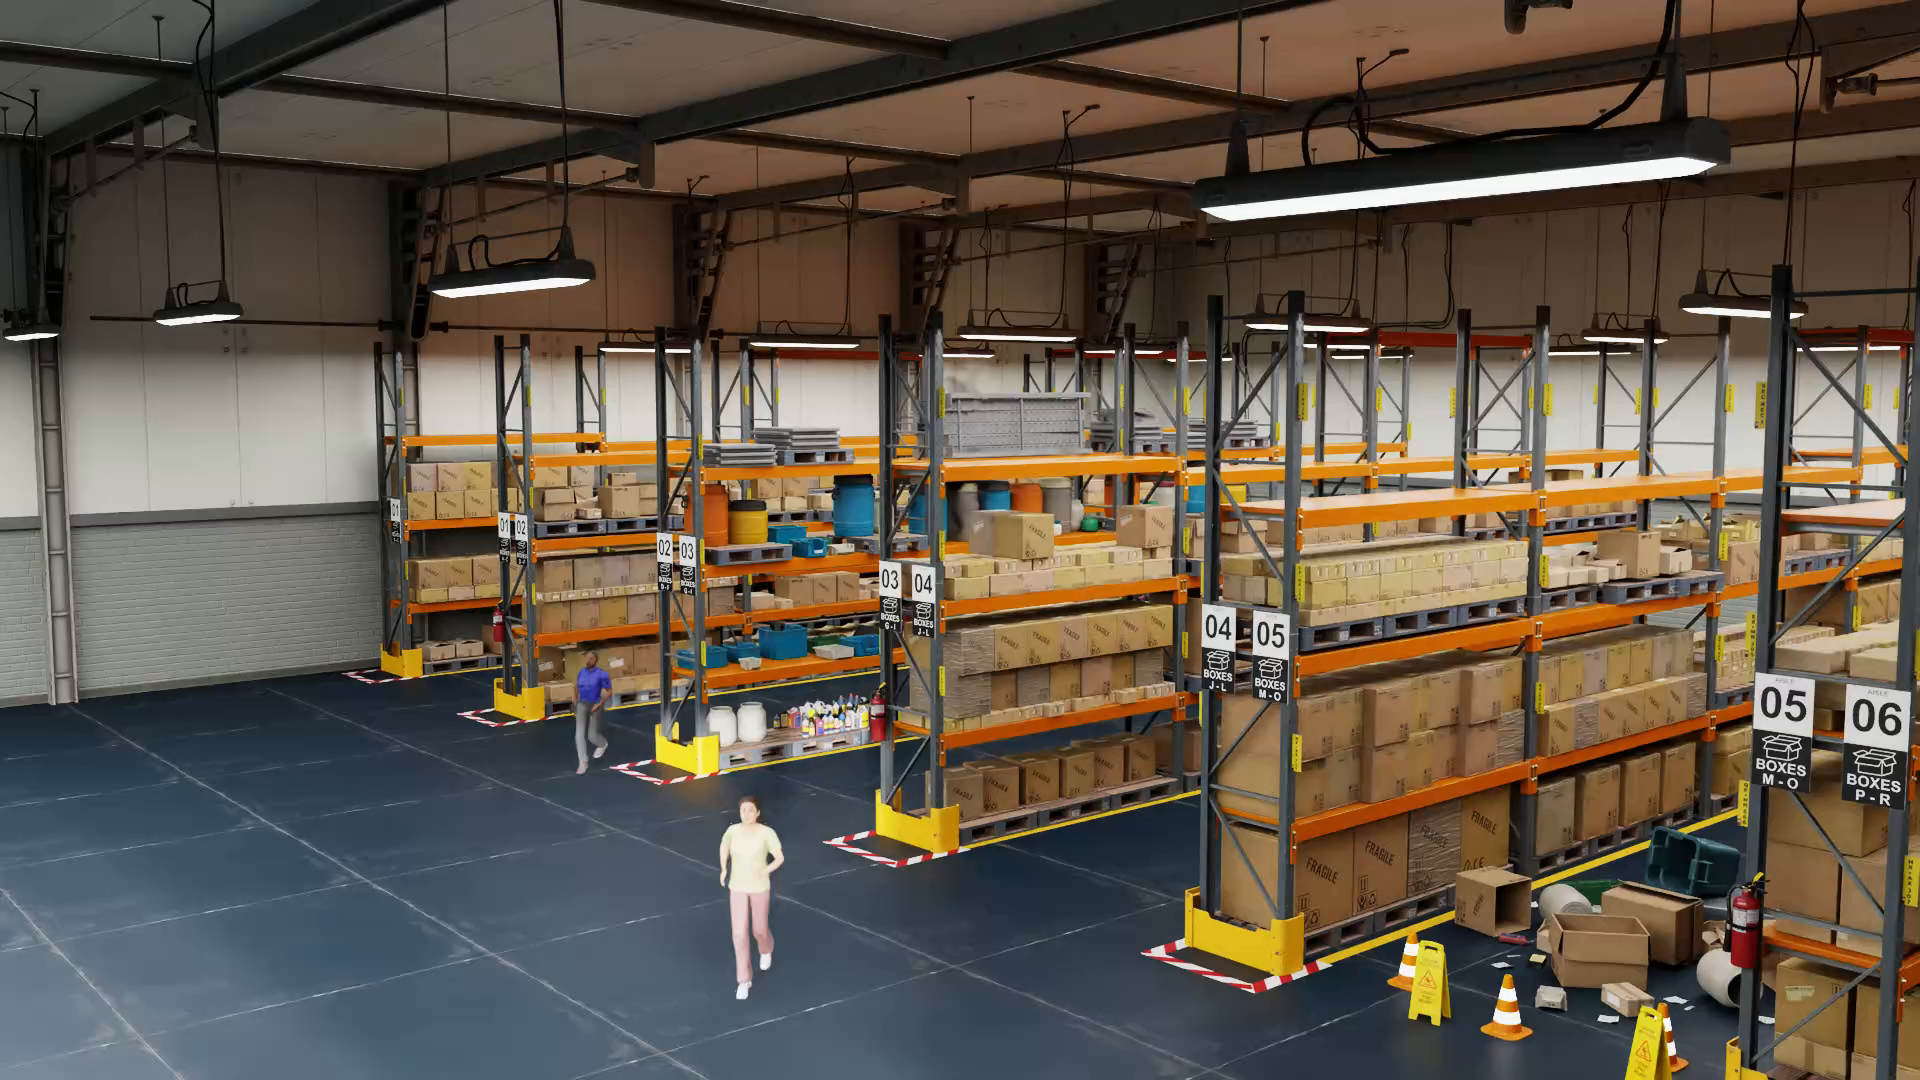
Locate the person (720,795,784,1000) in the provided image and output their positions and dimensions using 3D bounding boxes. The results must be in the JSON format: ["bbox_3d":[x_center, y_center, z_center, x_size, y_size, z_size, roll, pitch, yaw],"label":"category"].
[{"bbox_3d":[-1.809,3.026,14.387,0.591,1.675,0.822,0,5,4],"label":"person"}]

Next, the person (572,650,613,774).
[{"bbox_3d":[-5.006,2.368,22.635,0.595,1.537,0.746,1,5,11],"label":"person"}]
